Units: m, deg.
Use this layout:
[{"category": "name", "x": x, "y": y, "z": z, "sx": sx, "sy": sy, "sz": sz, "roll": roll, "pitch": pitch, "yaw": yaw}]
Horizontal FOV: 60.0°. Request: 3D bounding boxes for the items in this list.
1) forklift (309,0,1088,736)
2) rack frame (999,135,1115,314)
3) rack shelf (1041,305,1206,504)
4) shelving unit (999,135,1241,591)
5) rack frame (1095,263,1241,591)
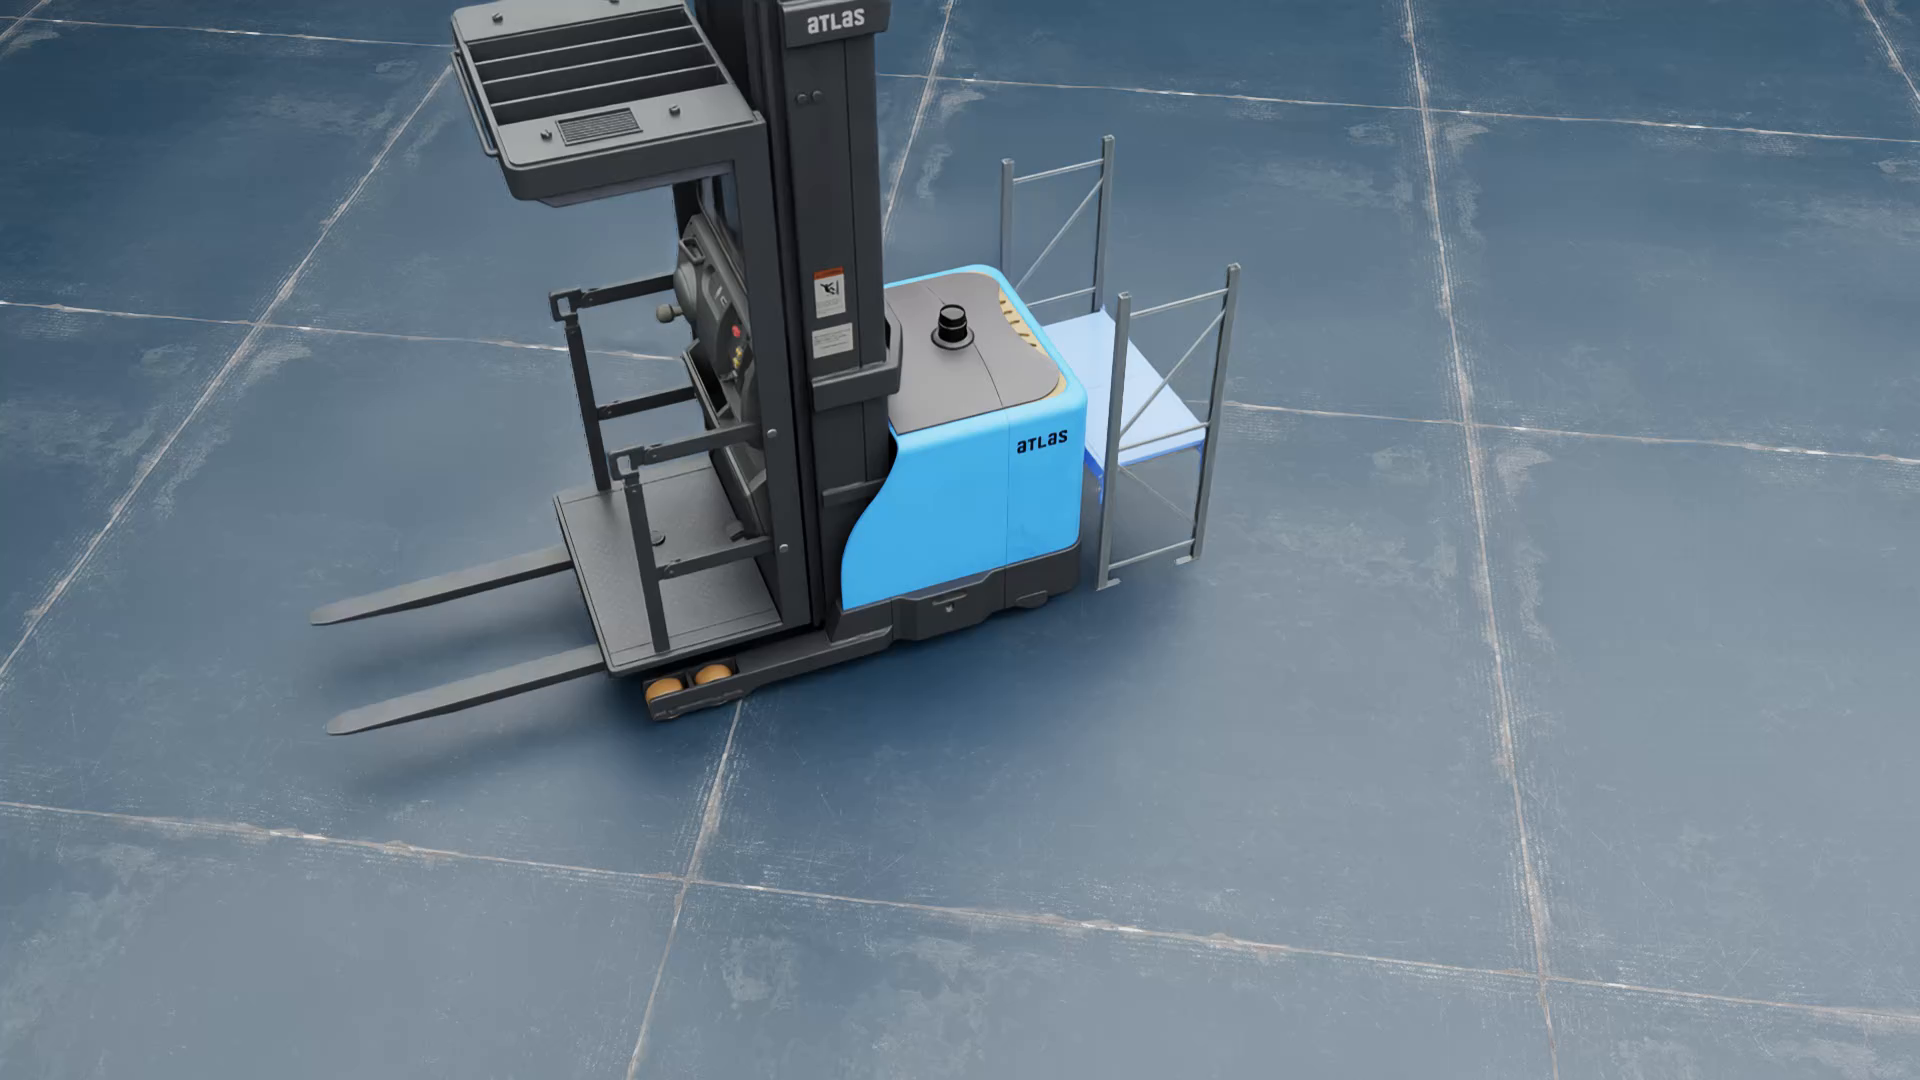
[{"category": "forklift", "x": -1.067, "y": -0.774, "z": 5.958, "sx": 3.031, "sy": 2.935, "sz": 1.130, "roll": -15, "pitch": 46, "yaw": -15}, {"category": "rack frame", "x": 0.401, "y": -1.047, "z": 7.287, "sx": 0.500, "sy": 1.500, "sz": 0.032, "roll": -17, "pitch": 46, "yaw": -17}, {"category": "rack shelf", "x": 0.604, "y": -0.596, "z": 7.072, "sx": 0.538, "sy": 0.185, "sz": 1.000, "roll": -17, "pitch": 46, "yaw": -17}, {"category": "shelving unit", "x": 0.604, "y": -0.727, "z": 6.949, "sx": 0.538, "sy": 1.500, "sz": 1.048, "roll": -17, "pitch": 46, "yaw": -17}, {"category": "rack frame", "x": 0.807, "y": -0.406, "z": 6.610, "sx": 0.500, "sy": 1.500, "sz": 0.032, "roll": -17, "pitch": 46, "yaw": -17}]
